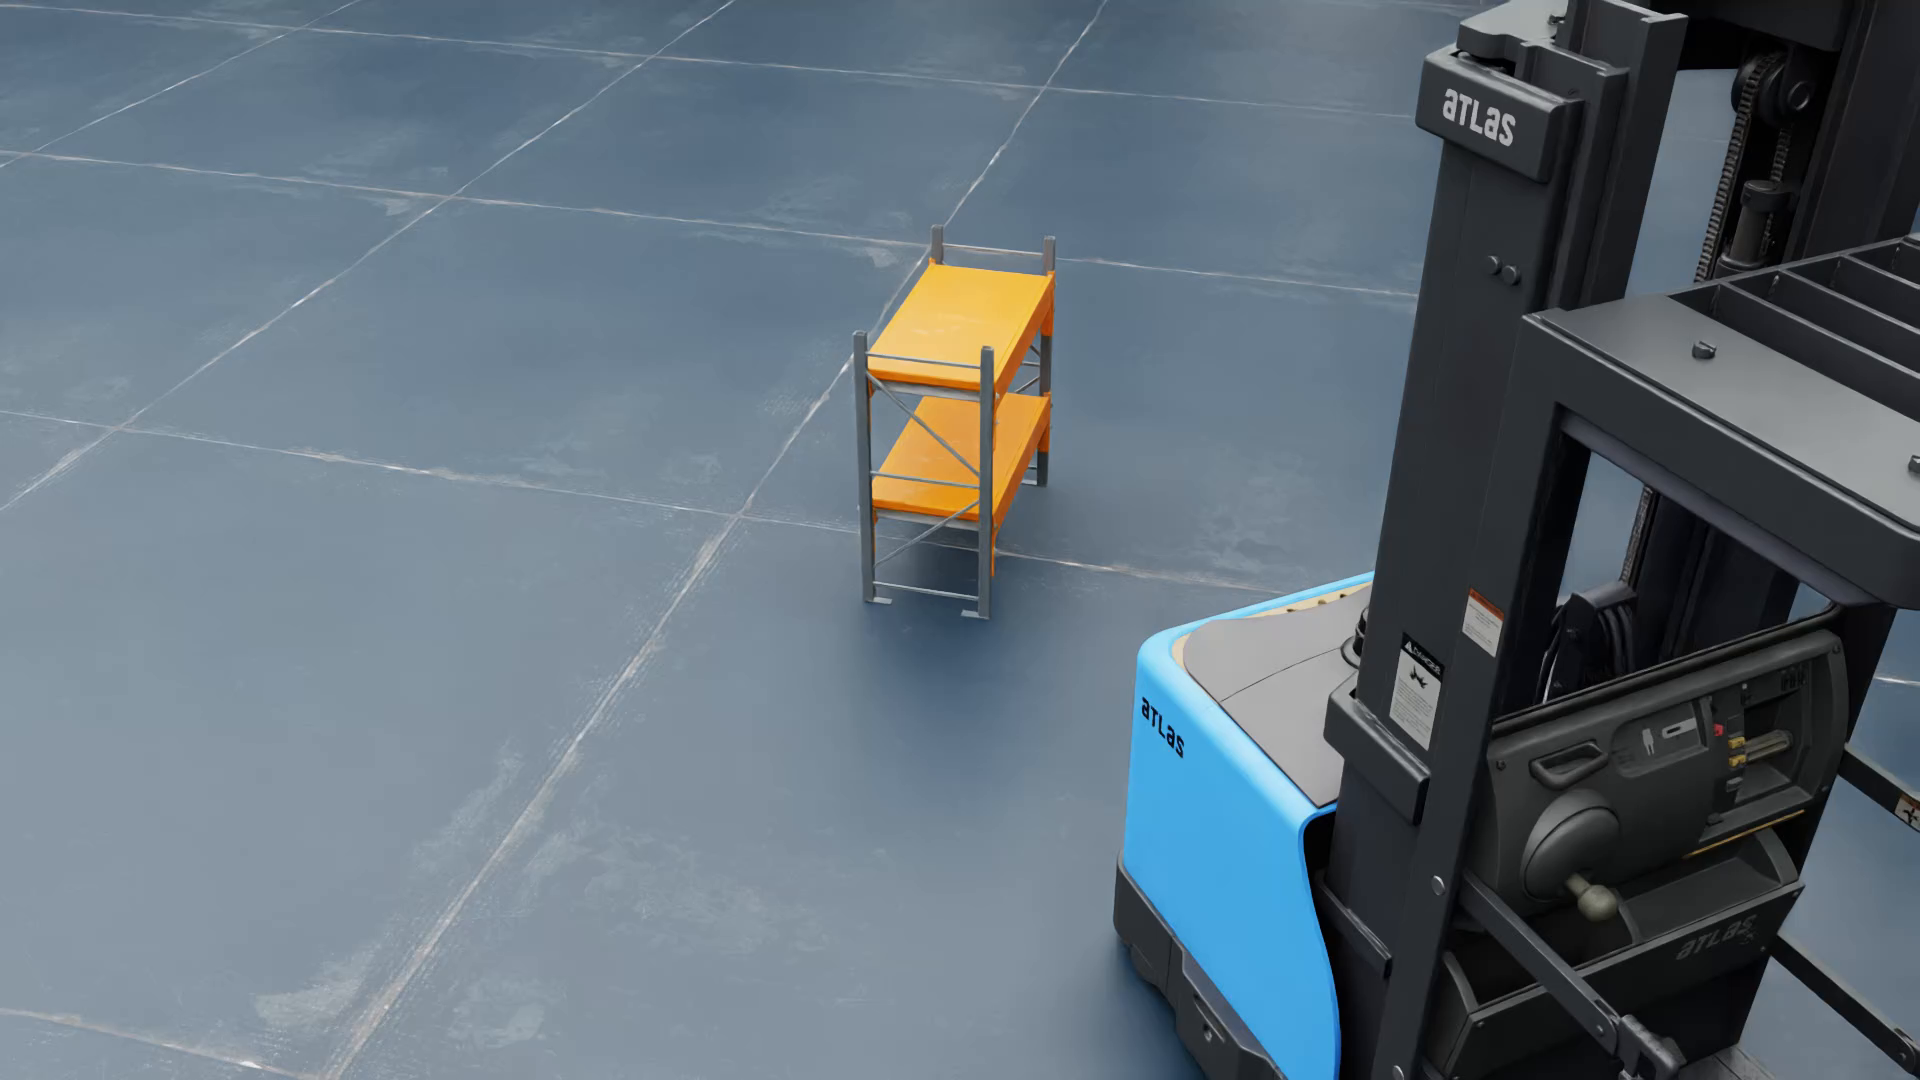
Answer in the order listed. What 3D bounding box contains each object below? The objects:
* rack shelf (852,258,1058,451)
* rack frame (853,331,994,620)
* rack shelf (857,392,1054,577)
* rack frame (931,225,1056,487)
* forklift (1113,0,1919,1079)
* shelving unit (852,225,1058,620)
[{"bbox_3d":[0.002,-0.725,6.297,0.538,0.278,1.000,8,33,12],"label":"rack shelf"},{"bbox_3d":[-0.127,-0.214,6.039,0.500,1.125,0.032,8,33,12],"label":"rack frame"},{"bbox_3d":[0.002,-0.272,6.585,0.538,0.278,1.000,8,33,12],"label":"rack shelf"},{"bbox_3d":[0.131,-0.742,6.869,0.500,1.125,0.032,8,33,12],"label":"rack frame"},{"bbox_3d":[1.525,0.531,3.183,1.130,2.935,3.031,-14,35,-21],"label":"forklift"},{"bbox_3d":[0.002,-0.478,6.454,0.538,1.125,1.048,8,33,12],"label":"shelving unit"}]
